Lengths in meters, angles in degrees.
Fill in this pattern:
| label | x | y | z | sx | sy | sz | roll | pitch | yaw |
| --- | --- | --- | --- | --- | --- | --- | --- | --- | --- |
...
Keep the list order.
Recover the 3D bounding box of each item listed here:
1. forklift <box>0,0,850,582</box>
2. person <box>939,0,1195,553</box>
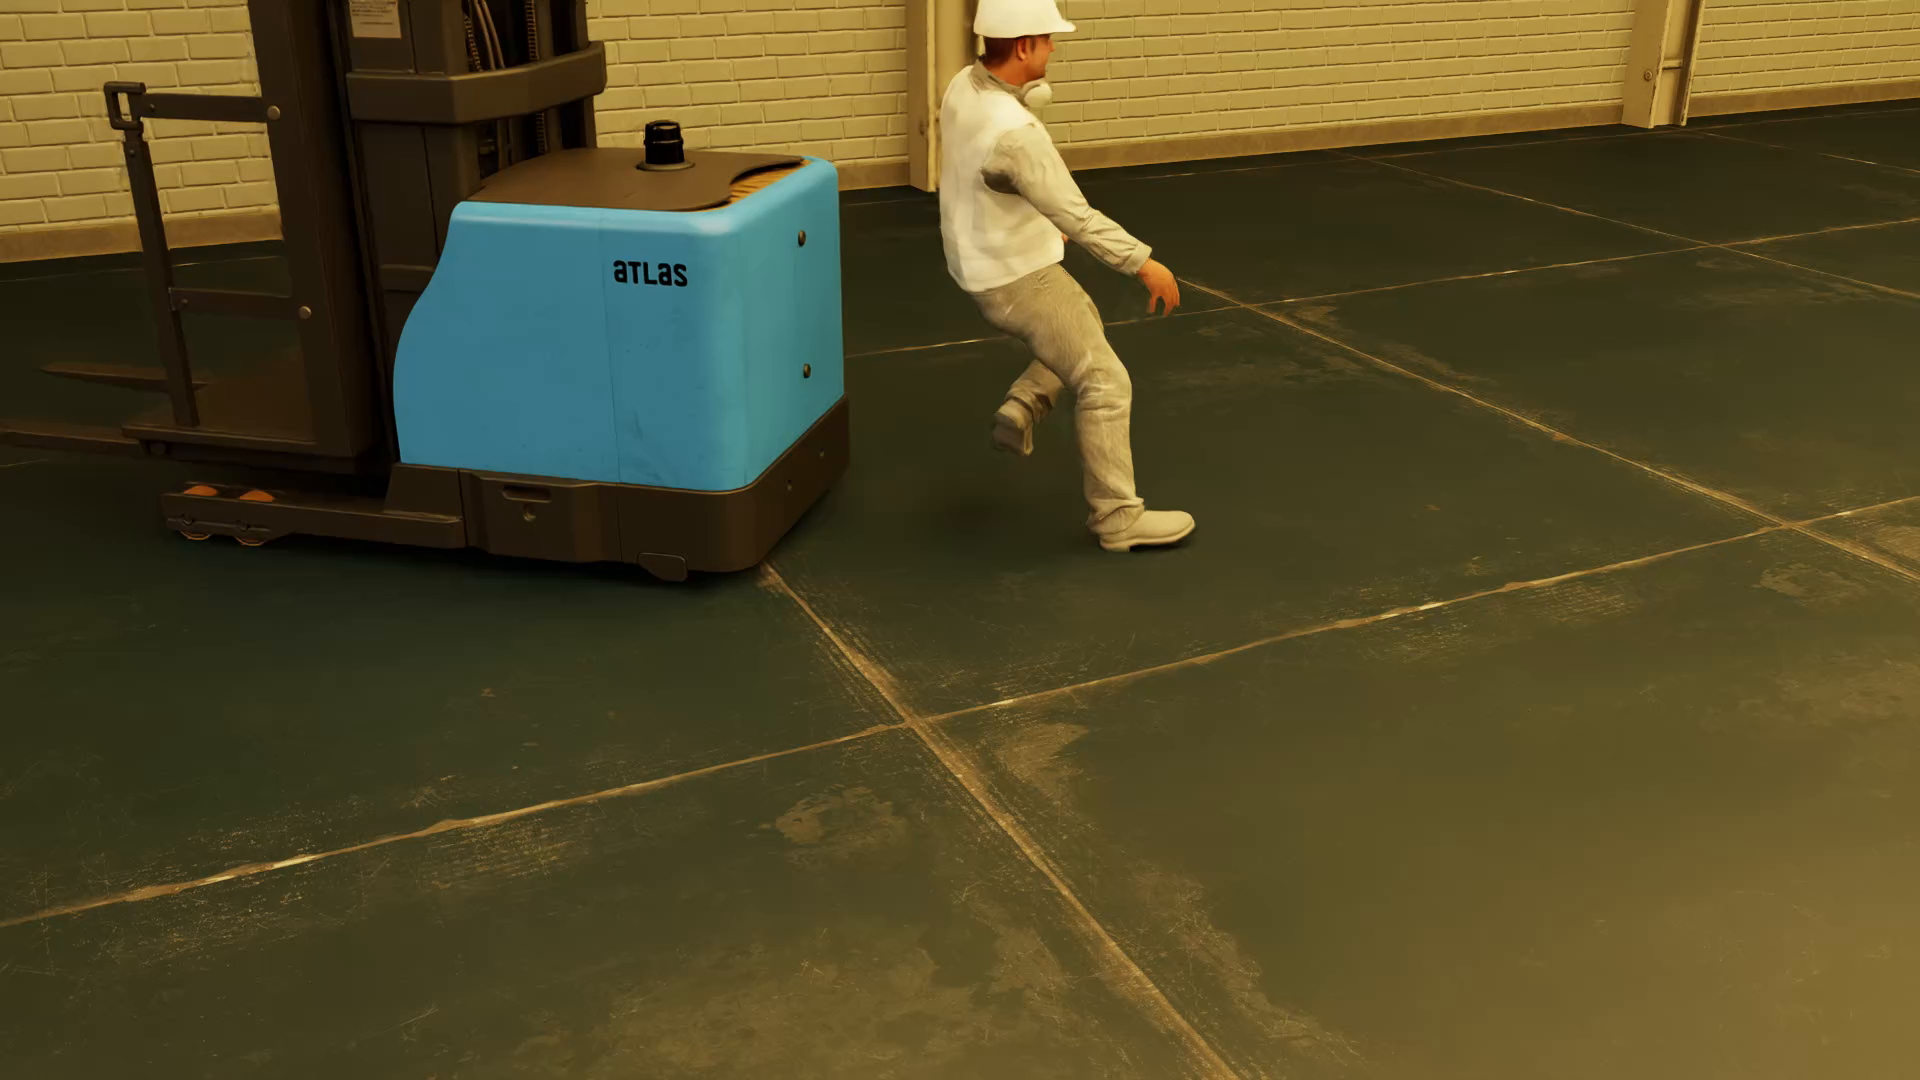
| label | x | y | z | sx | sy | sz | roll | pitch | yaw |
| --- | --- | --- | --- | --- | --- | --- | --- | --- | --- |
| forklift | -1.940 | -1.523 | 4.953 | 3.031 | 2.935 | 1.130 | 6 | 23 | 13 |
| person | 0.306 | -0.841 | 5.012 | 0.695 | 1.644 | 0.778 | -5 | 23 | -11 |
